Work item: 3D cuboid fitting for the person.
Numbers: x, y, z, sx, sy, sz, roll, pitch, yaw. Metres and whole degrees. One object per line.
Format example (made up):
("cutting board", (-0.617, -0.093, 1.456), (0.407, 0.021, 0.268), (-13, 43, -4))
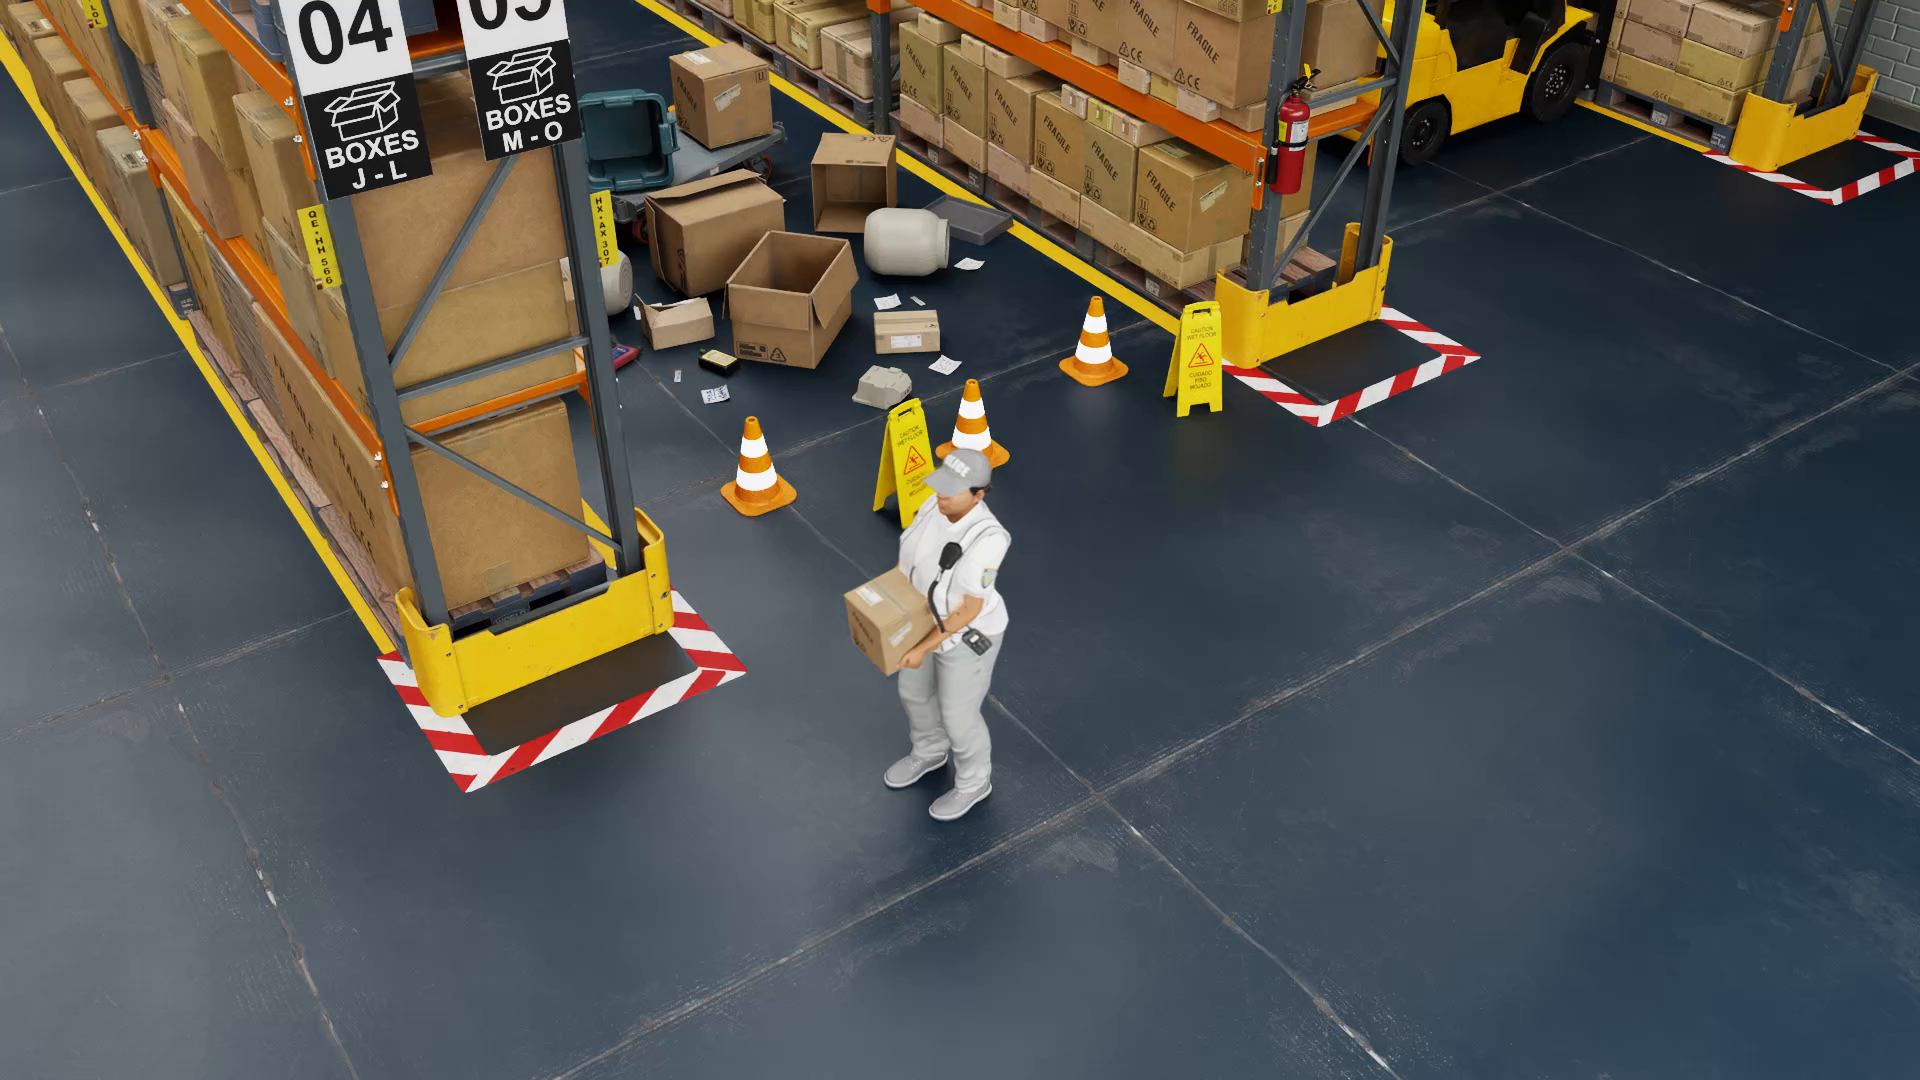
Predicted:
("person", (-0.092, 0.377, 6.496), (0.536, 1.655, 0.454), (-23, 42, -28))
